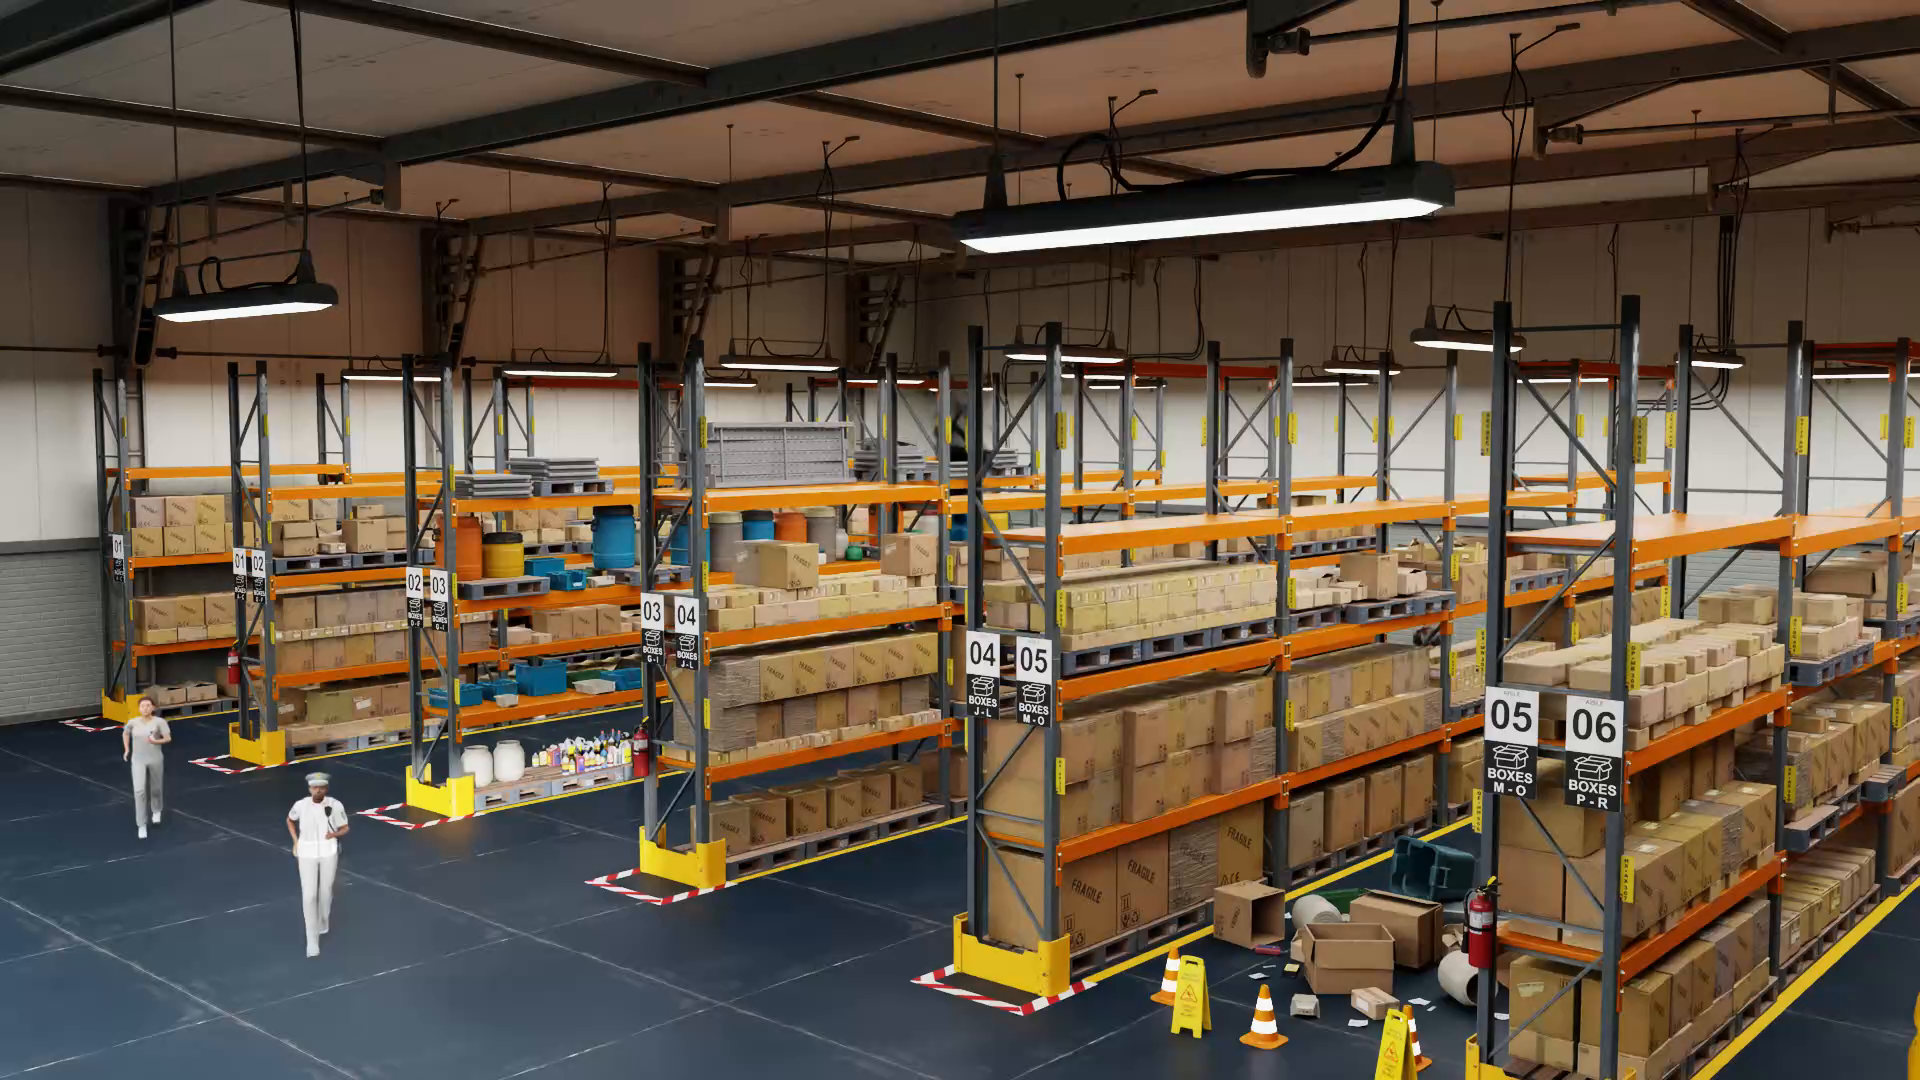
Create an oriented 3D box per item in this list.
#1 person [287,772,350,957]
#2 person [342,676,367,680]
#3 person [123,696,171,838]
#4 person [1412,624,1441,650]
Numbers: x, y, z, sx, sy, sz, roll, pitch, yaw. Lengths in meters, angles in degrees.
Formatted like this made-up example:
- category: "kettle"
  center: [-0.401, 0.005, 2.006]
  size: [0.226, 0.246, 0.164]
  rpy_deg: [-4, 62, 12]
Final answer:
- category: "person"
  center: [-6.274, 3.091, 16.287]
  size: [0.565, 1.689, 0.802]
  rpy_deg: [-2, 5, -24]
- category: "person"
  center: [-10.233, 2.225, 28.297]
  size: [0.696, 1.726, 0.671]
  rpy_deg: [2, 5, 27]
- category: "person"
  center: [-10.123, 2.783, 20.721]
  size: [0.553, 1.685, 0.919]
  rpy_deg: [-2, 5, -23]
- category: "person"
  center: [8.105, 2.196, 28.786]
  size: [0.661, 1.773, 0.790]
  rpy_deg: [3, 5, 31]
